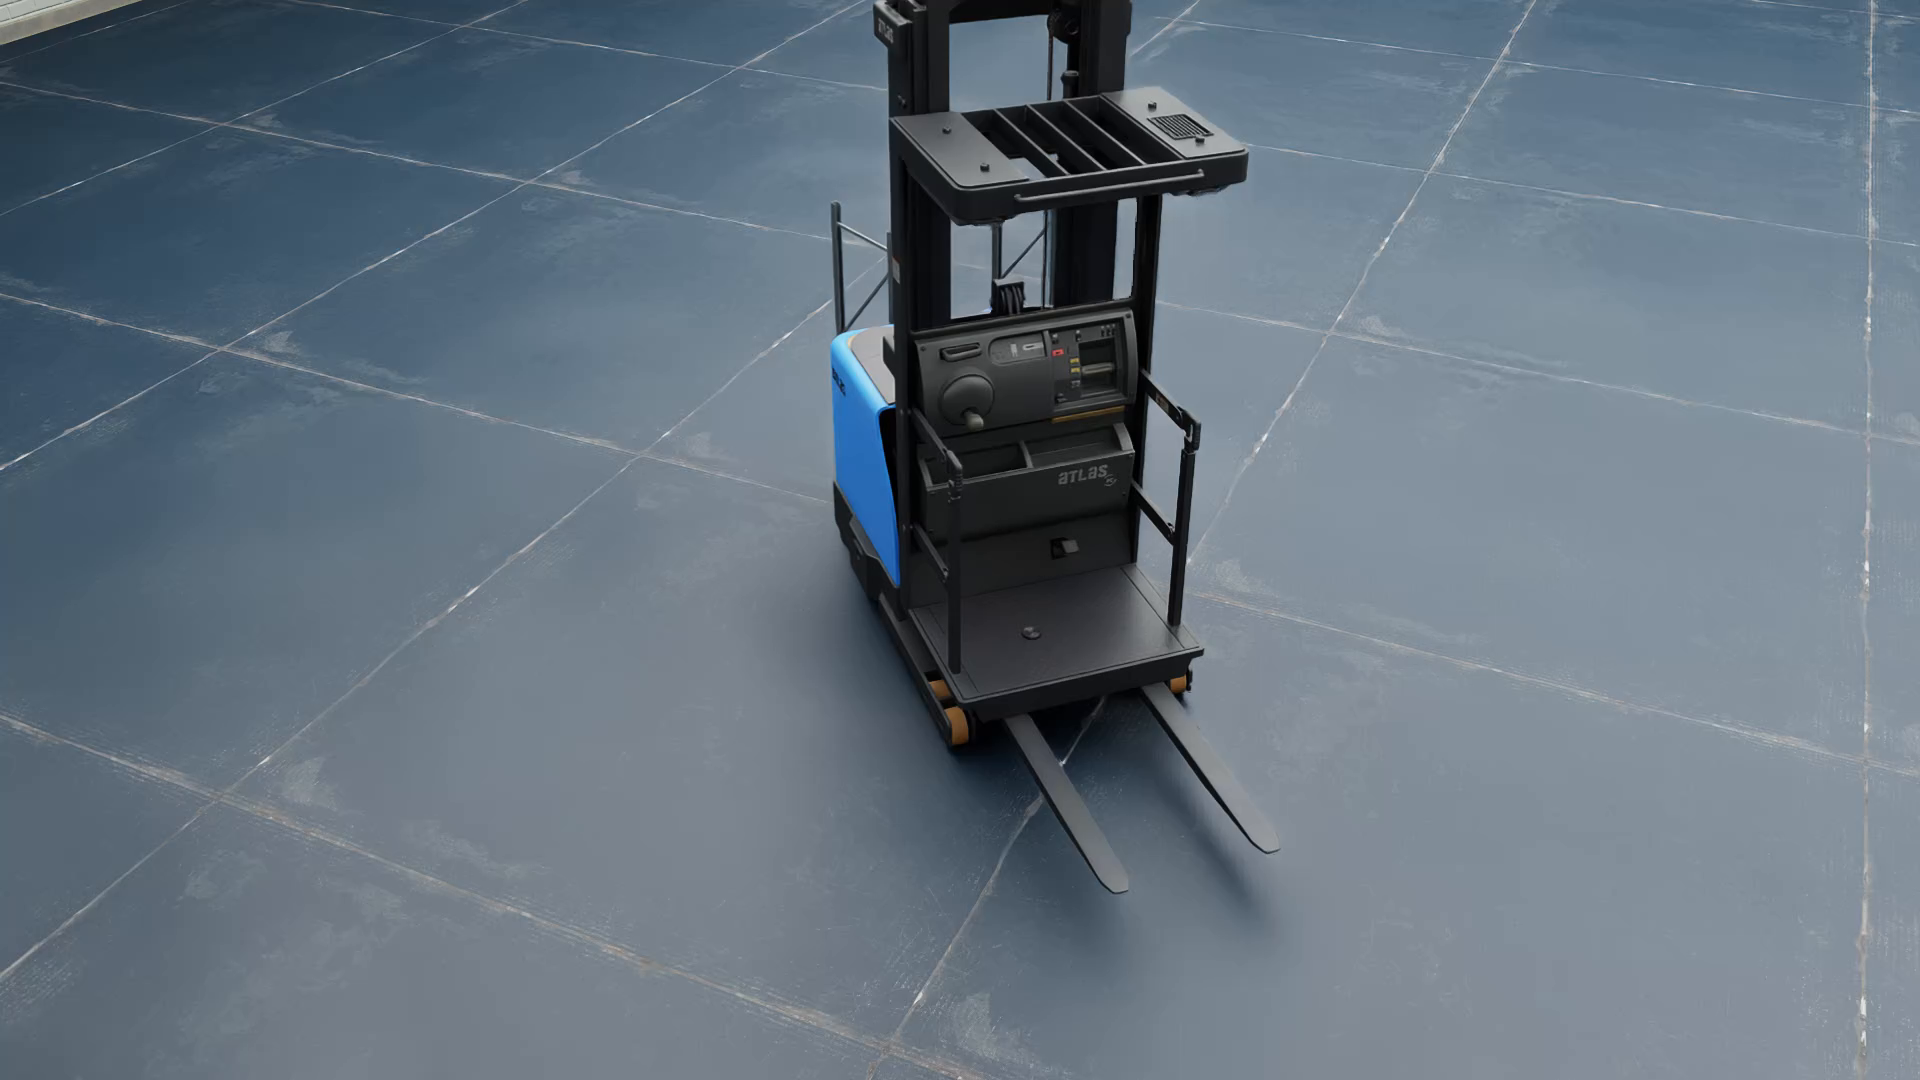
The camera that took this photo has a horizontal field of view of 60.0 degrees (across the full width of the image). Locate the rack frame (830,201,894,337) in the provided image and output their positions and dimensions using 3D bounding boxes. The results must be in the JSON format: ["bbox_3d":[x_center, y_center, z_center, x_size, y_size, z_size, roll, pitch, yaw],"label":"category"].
[{"bbox_3d":[-0.456,-0.894,8.246,0.032,1.500,0.500,-24,40,-31],"label":"rack frame"}]

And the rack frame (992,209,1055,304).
[{"bbox_3d":[0.338,-1.242,8.776,0.032,1.500,0.500,-24,40,-31],"label":"rack frame"}]

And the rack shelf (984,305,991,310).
[{"bbox_3d":[-0.059,-0.918,8.610,1.000,0.185,0.538,-24,40,-31],"label":"rack shelf"}]

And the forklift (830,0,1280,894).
[{"bbox_3d":[0.353,-0.622,6.526,1.130,2.935,3.031,-11,35,-16],"label":"forklift"}]

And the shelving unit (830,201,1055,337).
[{"bbox_3d":[-0.059,-1.068,8.511,1.048,1.500,0.538,-24,40,-31],"label":"shelving unit"}]
